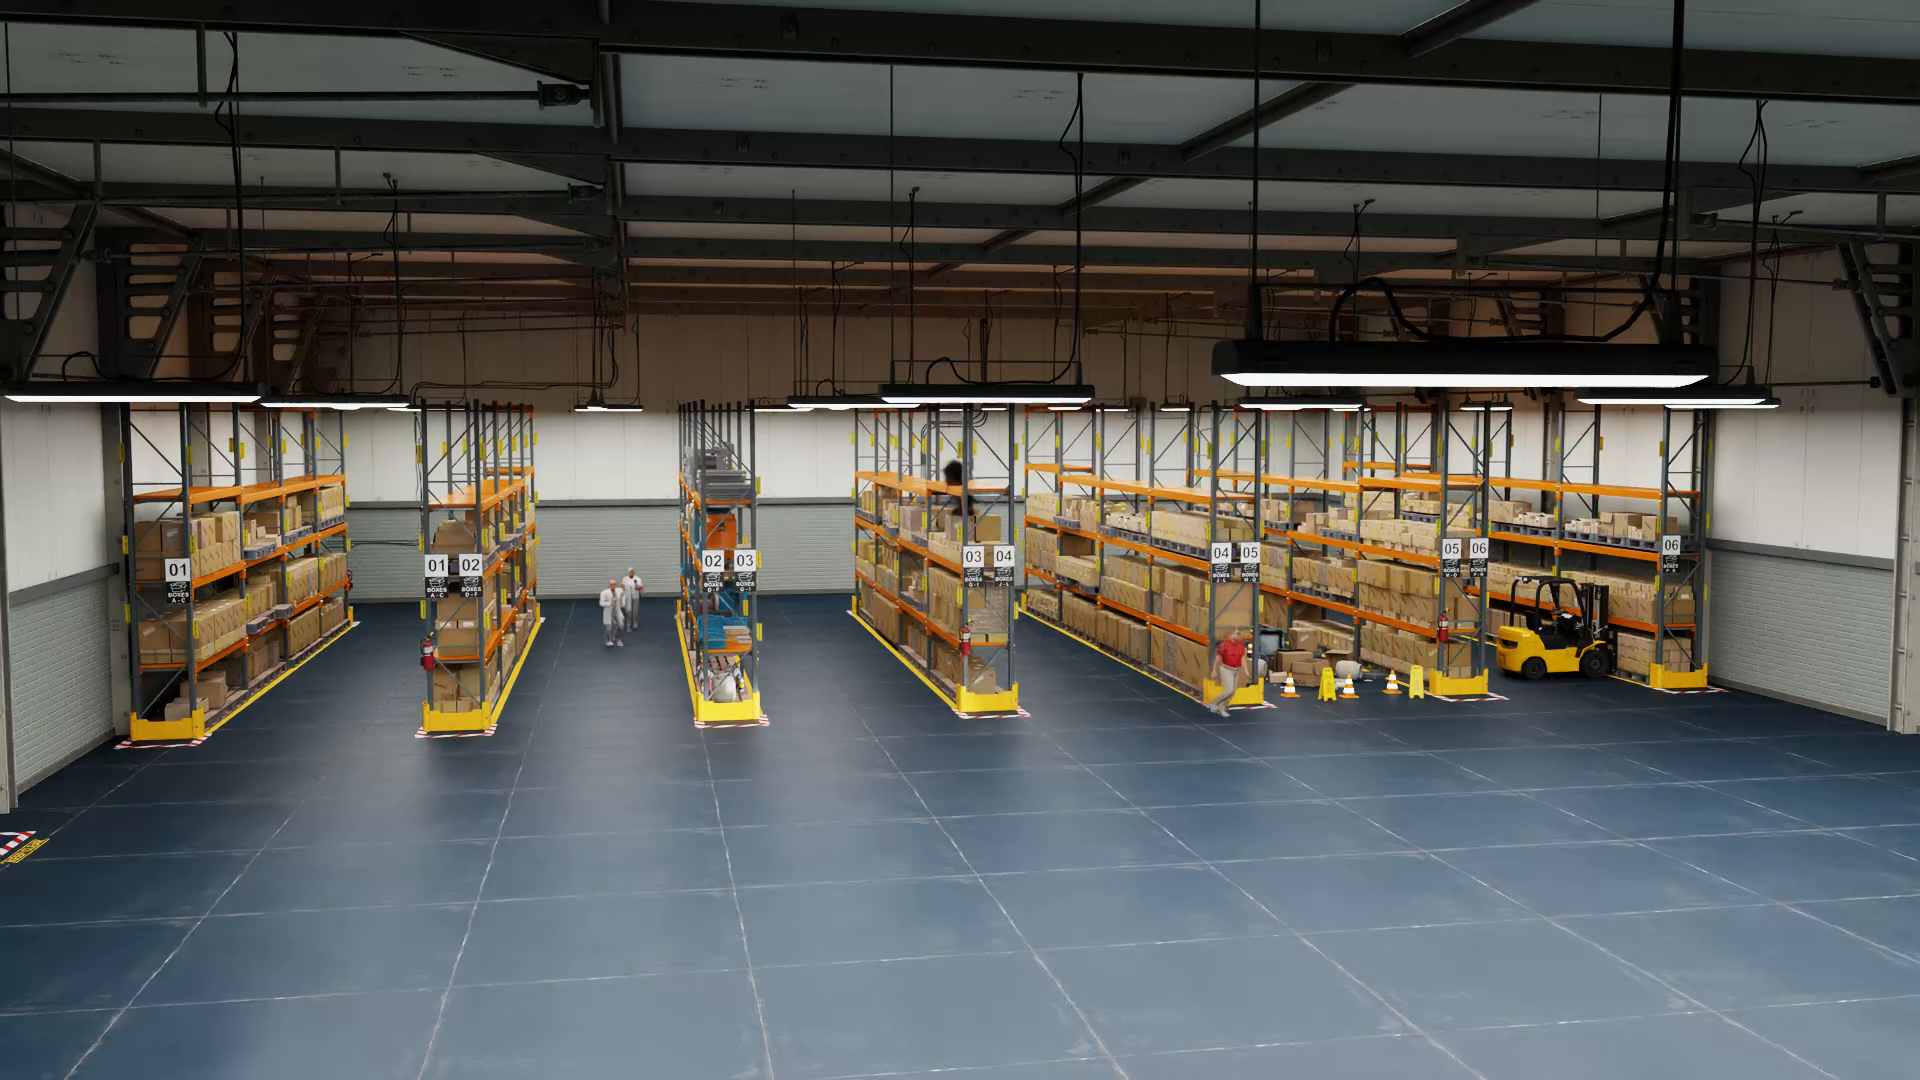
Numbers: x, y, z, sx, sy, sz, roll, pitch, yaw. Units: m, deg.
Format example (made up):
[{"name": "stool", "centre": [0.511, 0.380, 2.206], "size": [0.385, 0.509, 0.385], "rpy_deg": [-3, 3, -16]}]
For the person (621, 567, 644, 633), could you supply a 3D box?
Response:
[{"name": "person", "centre": [-8.670, 1.575, 44.011], "size": [0.600, 1.697, 0.741], "rpy_deg": [-1, 4, -7]}]

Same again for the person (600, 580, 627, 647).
[{"name": "person", "centre": [-8.503, 1.800, 40.769], "size": [0.712, 1.688, 0.989], "rpy_deg": [-2, 5, -25]}]

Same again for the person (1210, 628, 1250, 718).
[{"name": "person", "centre": [5.091, 2.508, 31.462], "size": [0.665, 1.707, 0.591], "rpy_deg": [-3, 6, -39]}]
